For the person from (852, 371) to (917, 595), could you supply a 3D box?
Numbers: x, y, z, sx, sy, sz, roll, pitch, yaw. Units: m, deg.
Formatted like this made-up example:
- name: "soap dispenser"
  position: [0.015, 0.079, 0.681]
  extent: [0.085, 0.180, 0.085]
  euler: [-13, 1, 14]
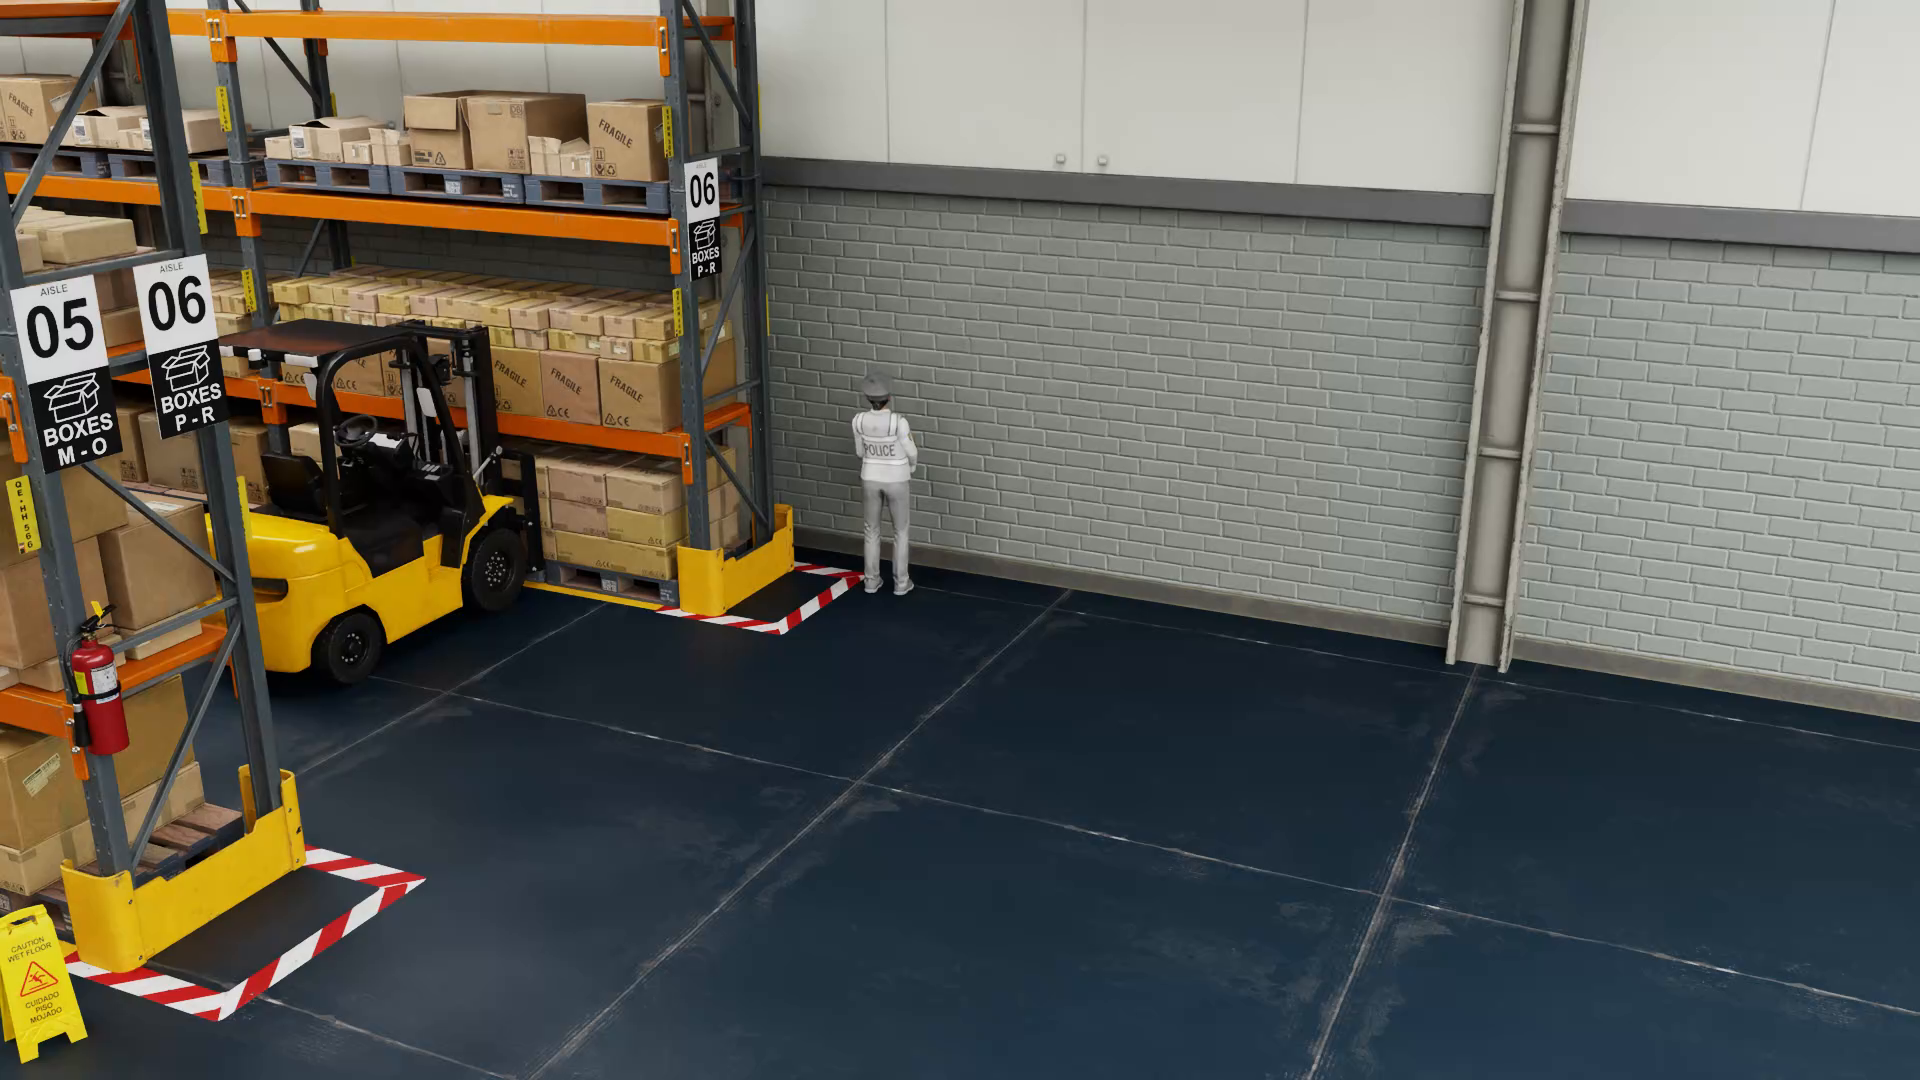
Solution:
- name: "person"
  position: [-0.537, -0.435, 12.280]
  extent: [0.459, 1.686, 0.556]
  euler: [4, 20, 12]
